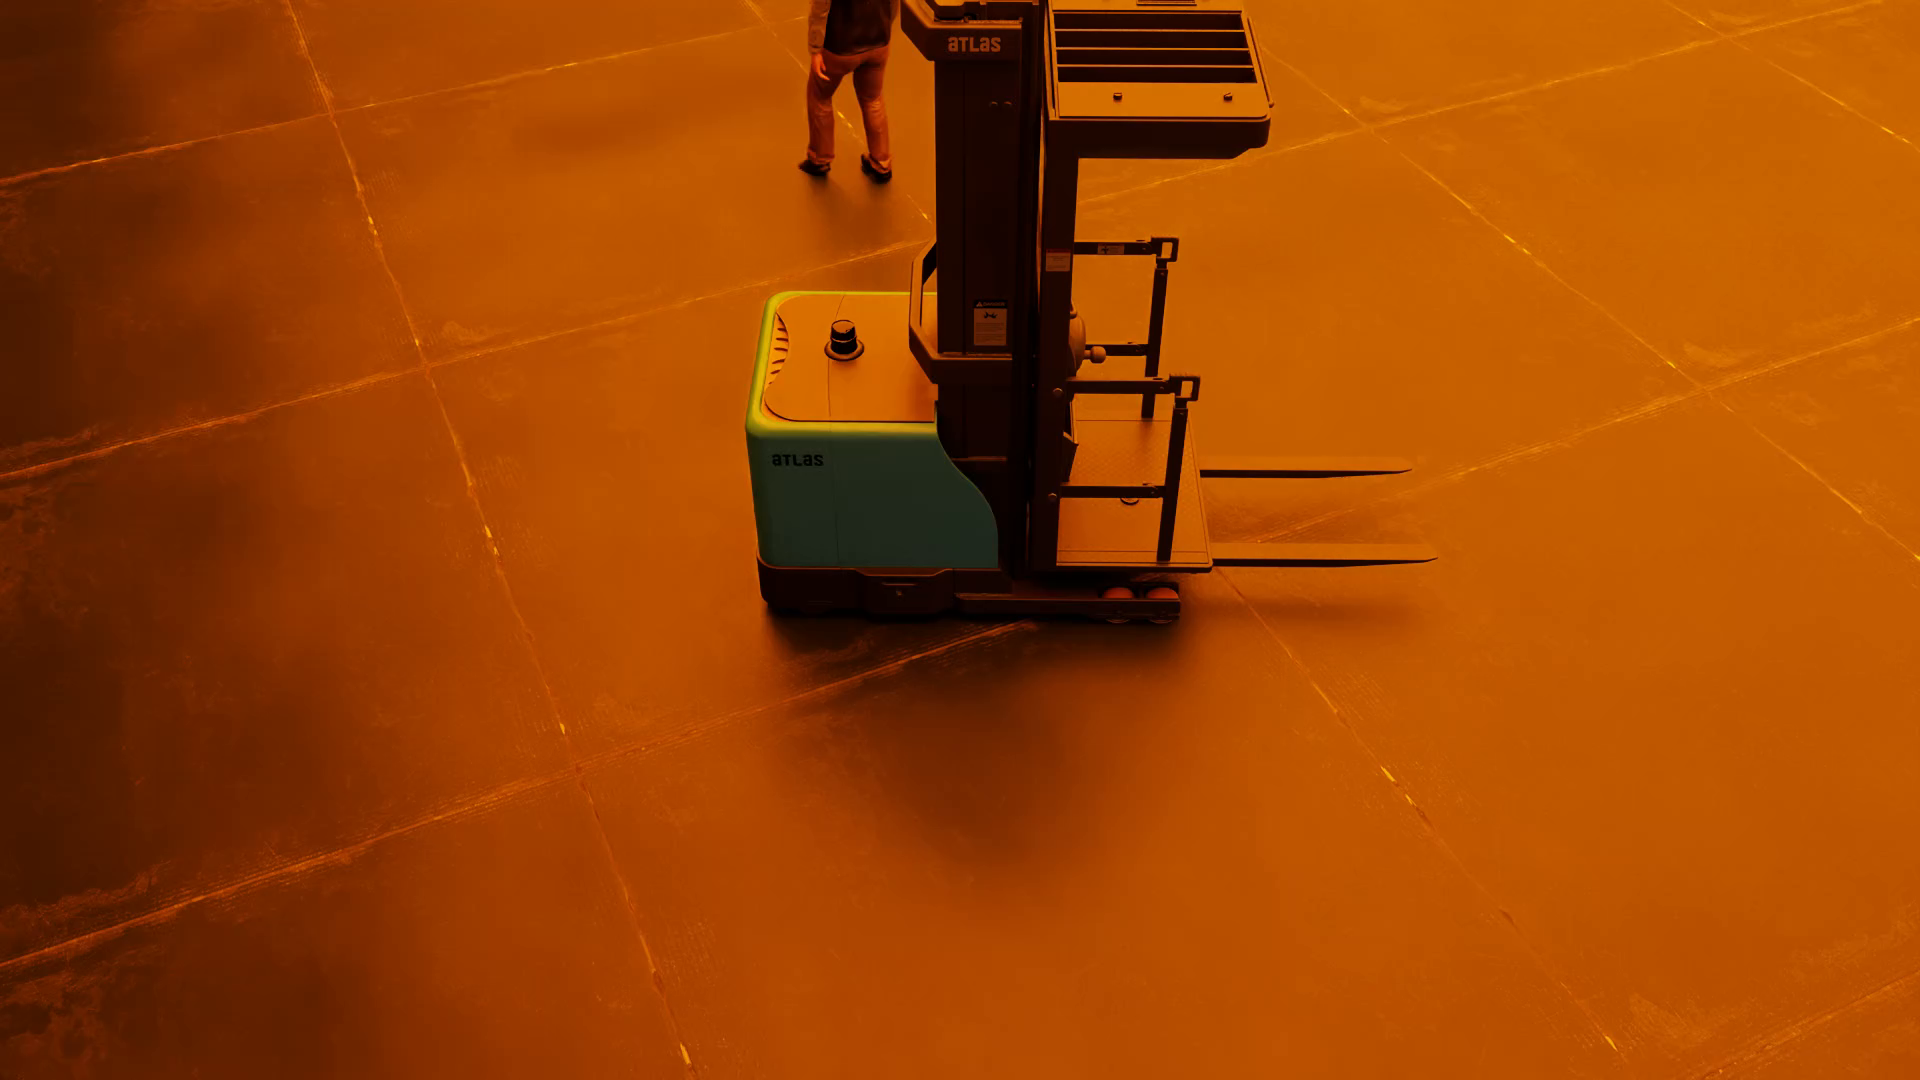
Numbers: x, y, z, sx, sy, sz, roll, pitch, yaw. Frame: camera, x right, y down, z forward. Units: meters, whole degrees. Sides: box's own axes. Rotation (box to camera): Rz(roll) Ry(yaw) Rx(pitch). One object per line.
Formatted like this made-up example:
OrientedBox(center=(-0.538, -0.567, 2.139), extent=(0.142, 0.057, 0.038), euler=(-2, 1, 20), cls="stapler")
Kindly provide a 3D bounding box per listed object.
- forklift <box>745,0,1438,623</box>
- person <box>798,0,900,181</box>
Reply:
OrientedBox(center=(0.623, -1.067, 6.823), extent=(3.031, 2.935, 1.130), euler=(0, 43, 0), cls="forklift")
OrientedBox(center=(-0.659, -2.911, 9.740), extent=(0.621, 1.763, 0.535), euler=(-23, 48, -22), cls="person")
